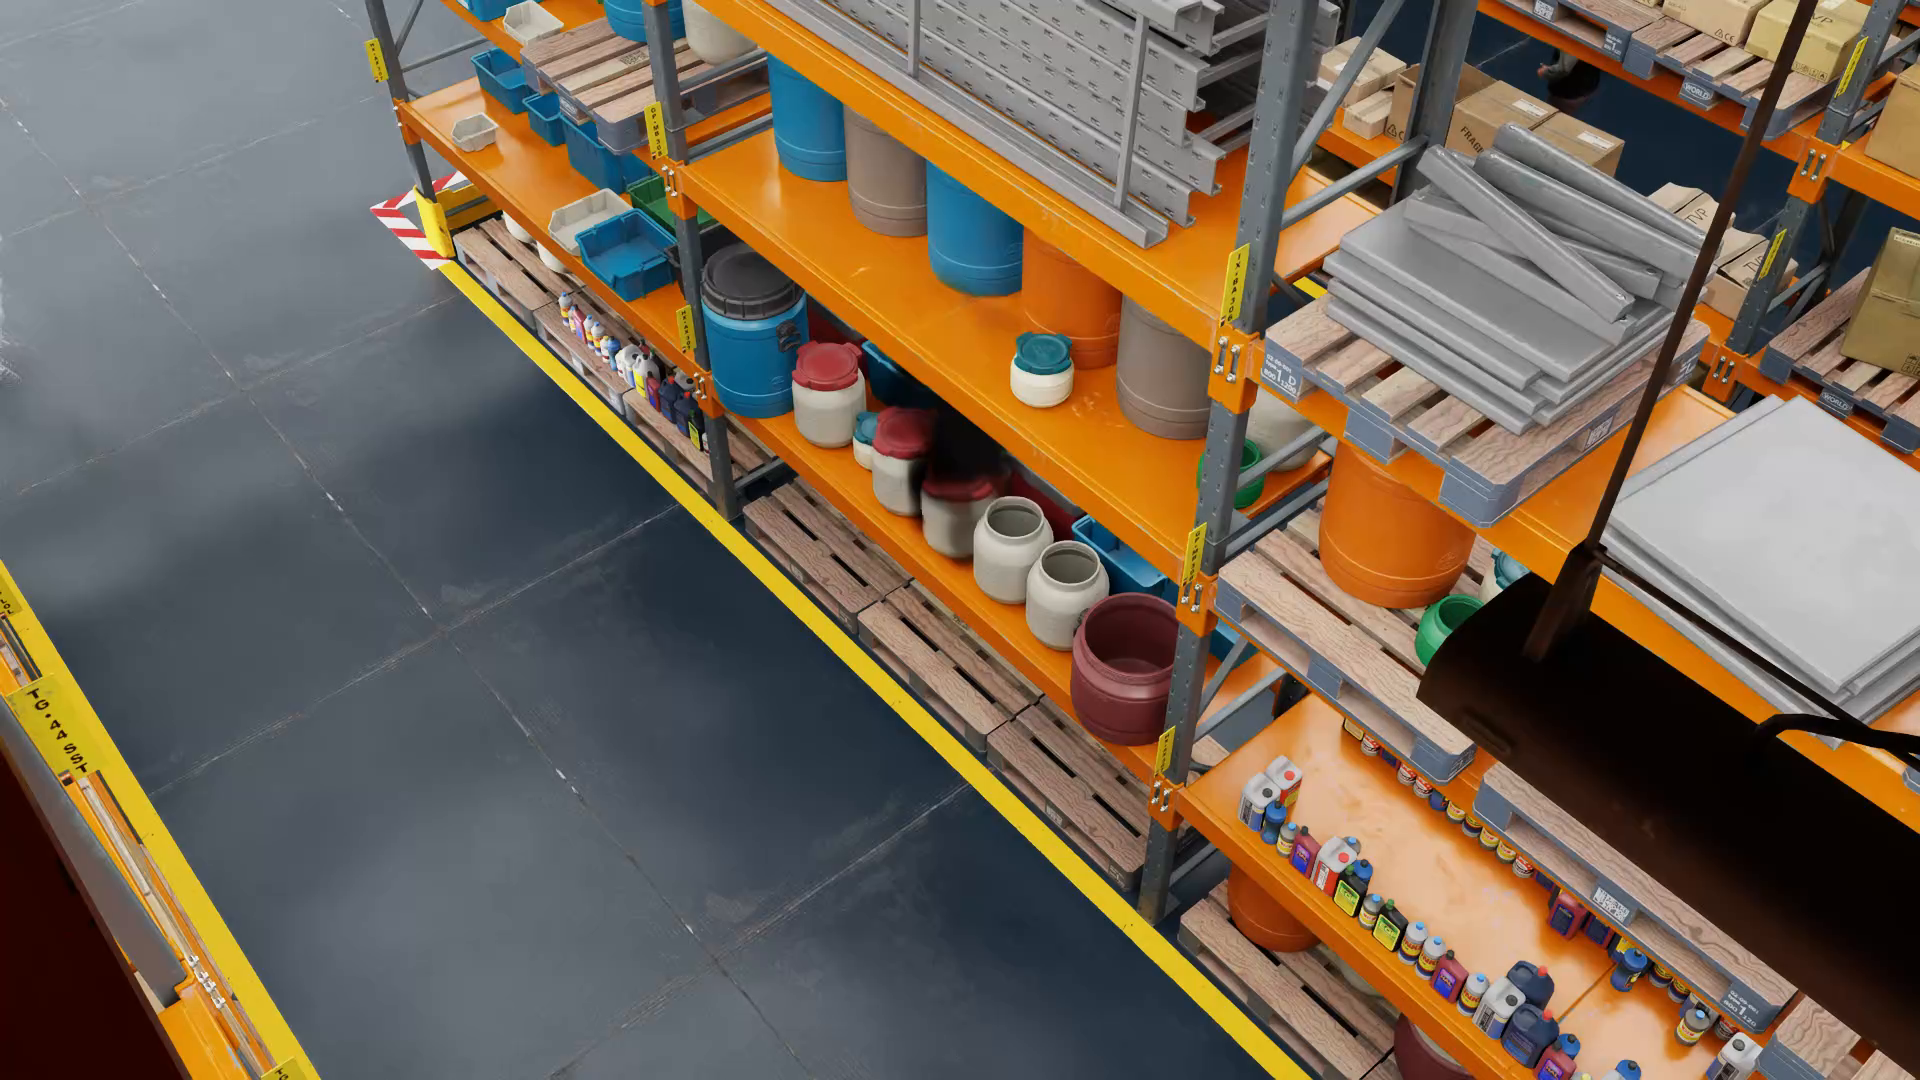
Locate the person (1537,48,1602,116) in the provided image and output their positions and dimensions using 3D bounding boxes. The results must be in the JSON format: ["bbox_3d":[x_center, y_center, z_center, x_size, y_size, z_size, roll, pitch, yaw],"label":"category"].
[{"bbox_3d":[4.879,-3.536,13.180,0.673,1.720,0.849,-32,54,-27],"label":"person"}]
